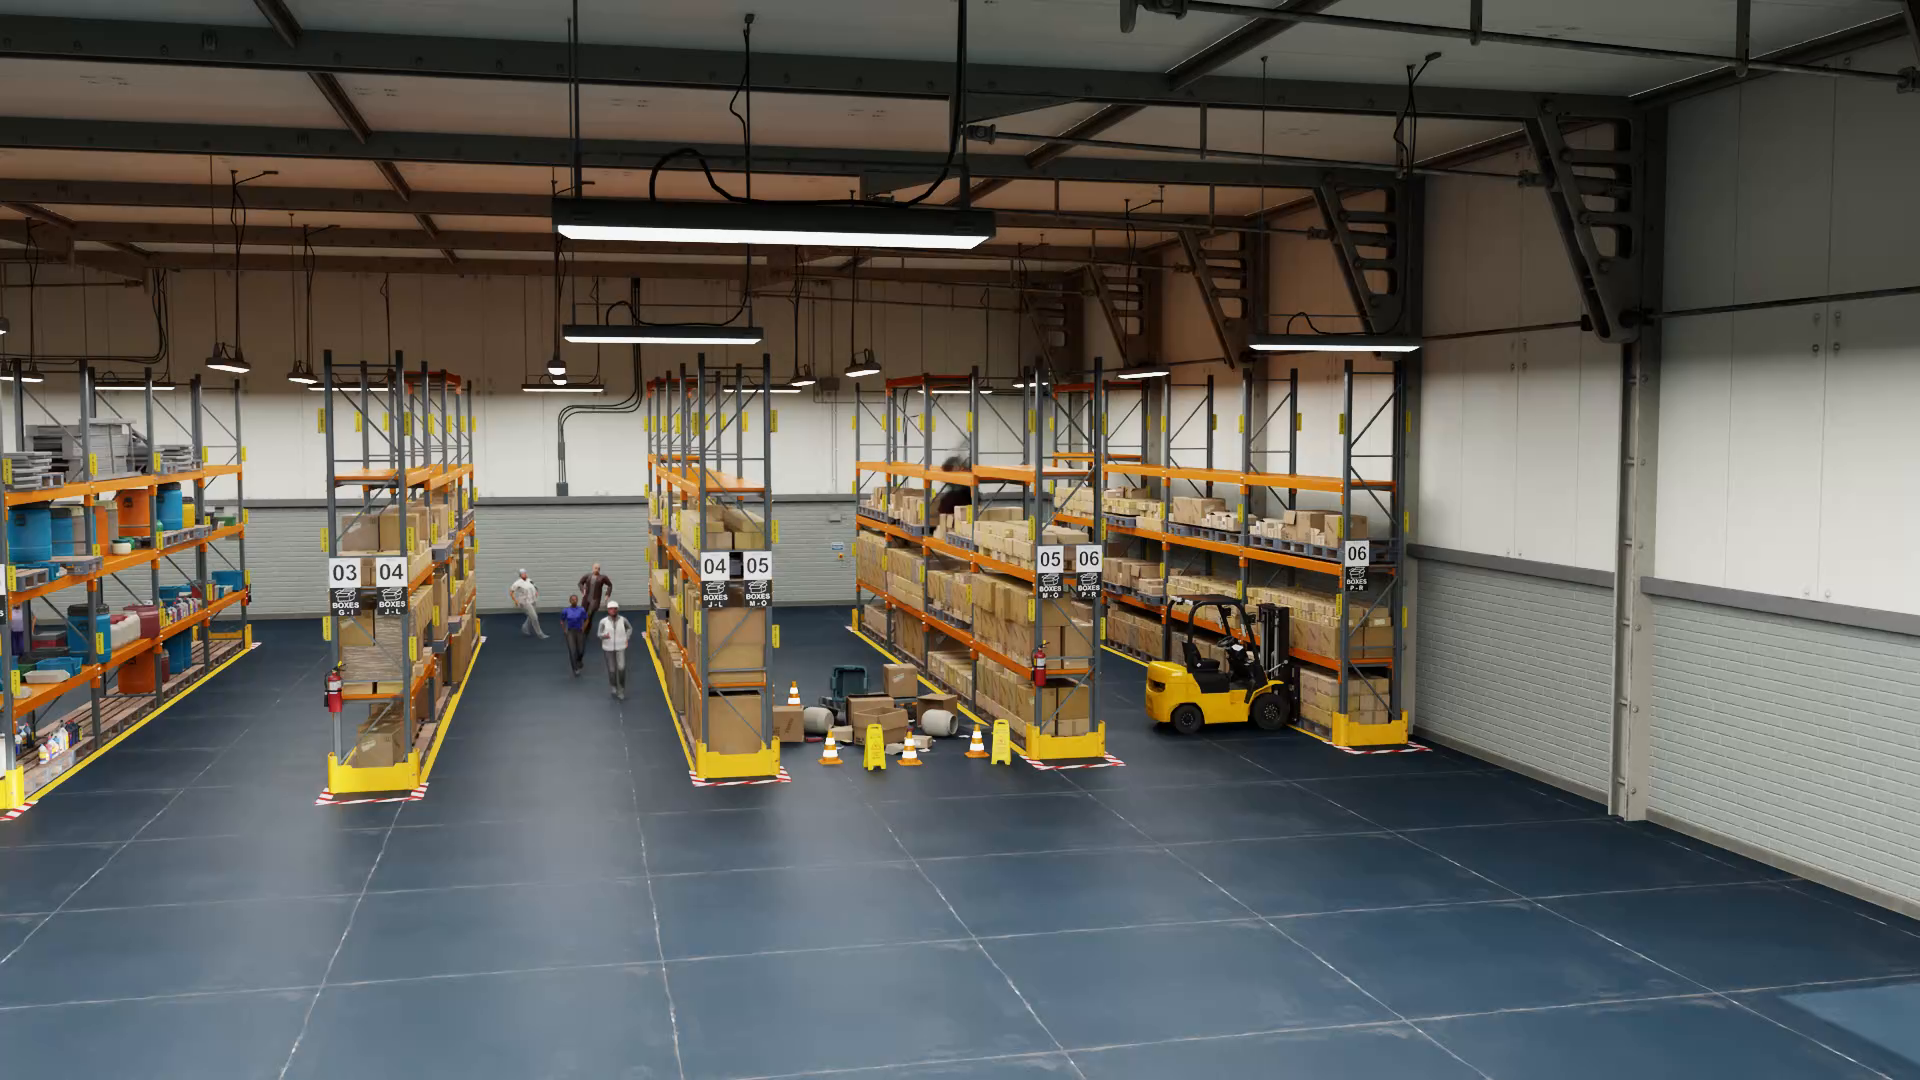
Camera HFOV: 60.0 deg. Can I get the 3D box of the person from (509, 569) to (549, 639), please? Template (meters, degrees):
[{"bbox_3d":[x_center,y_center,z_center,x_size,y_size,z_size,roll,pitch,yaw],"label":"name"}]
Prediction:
[{"bbox_3d":[-10.014,1.475,38.740,0.897,1.618,0.648,2,4,26],"label":"person"}]

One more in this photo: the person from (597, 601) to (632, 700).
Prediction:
[{"bbox_3d":[-6.300,2.019,30.347,0.635,1.822,0.747,-1,4,-11],"label":"person"}]

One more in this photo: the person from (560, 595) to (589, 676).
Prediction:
[{"bbox_3d":[-7.700,1.893,33.210,0.562,1.598,0.561,-1,4,-15],"label":"person"}]

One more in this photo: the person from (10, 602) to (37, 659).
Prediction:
[{"bbox_3d":[-18.490,1.932,32.639,0.593,1.682,0.707,-1,4,-18],"label":"person"}]

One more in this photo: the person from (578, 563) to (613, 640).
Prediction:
[{"bbox_3d":[-8.537,1.431,38.683,0.800,1.785,0.906,1,4,8],"label":"person"}]
